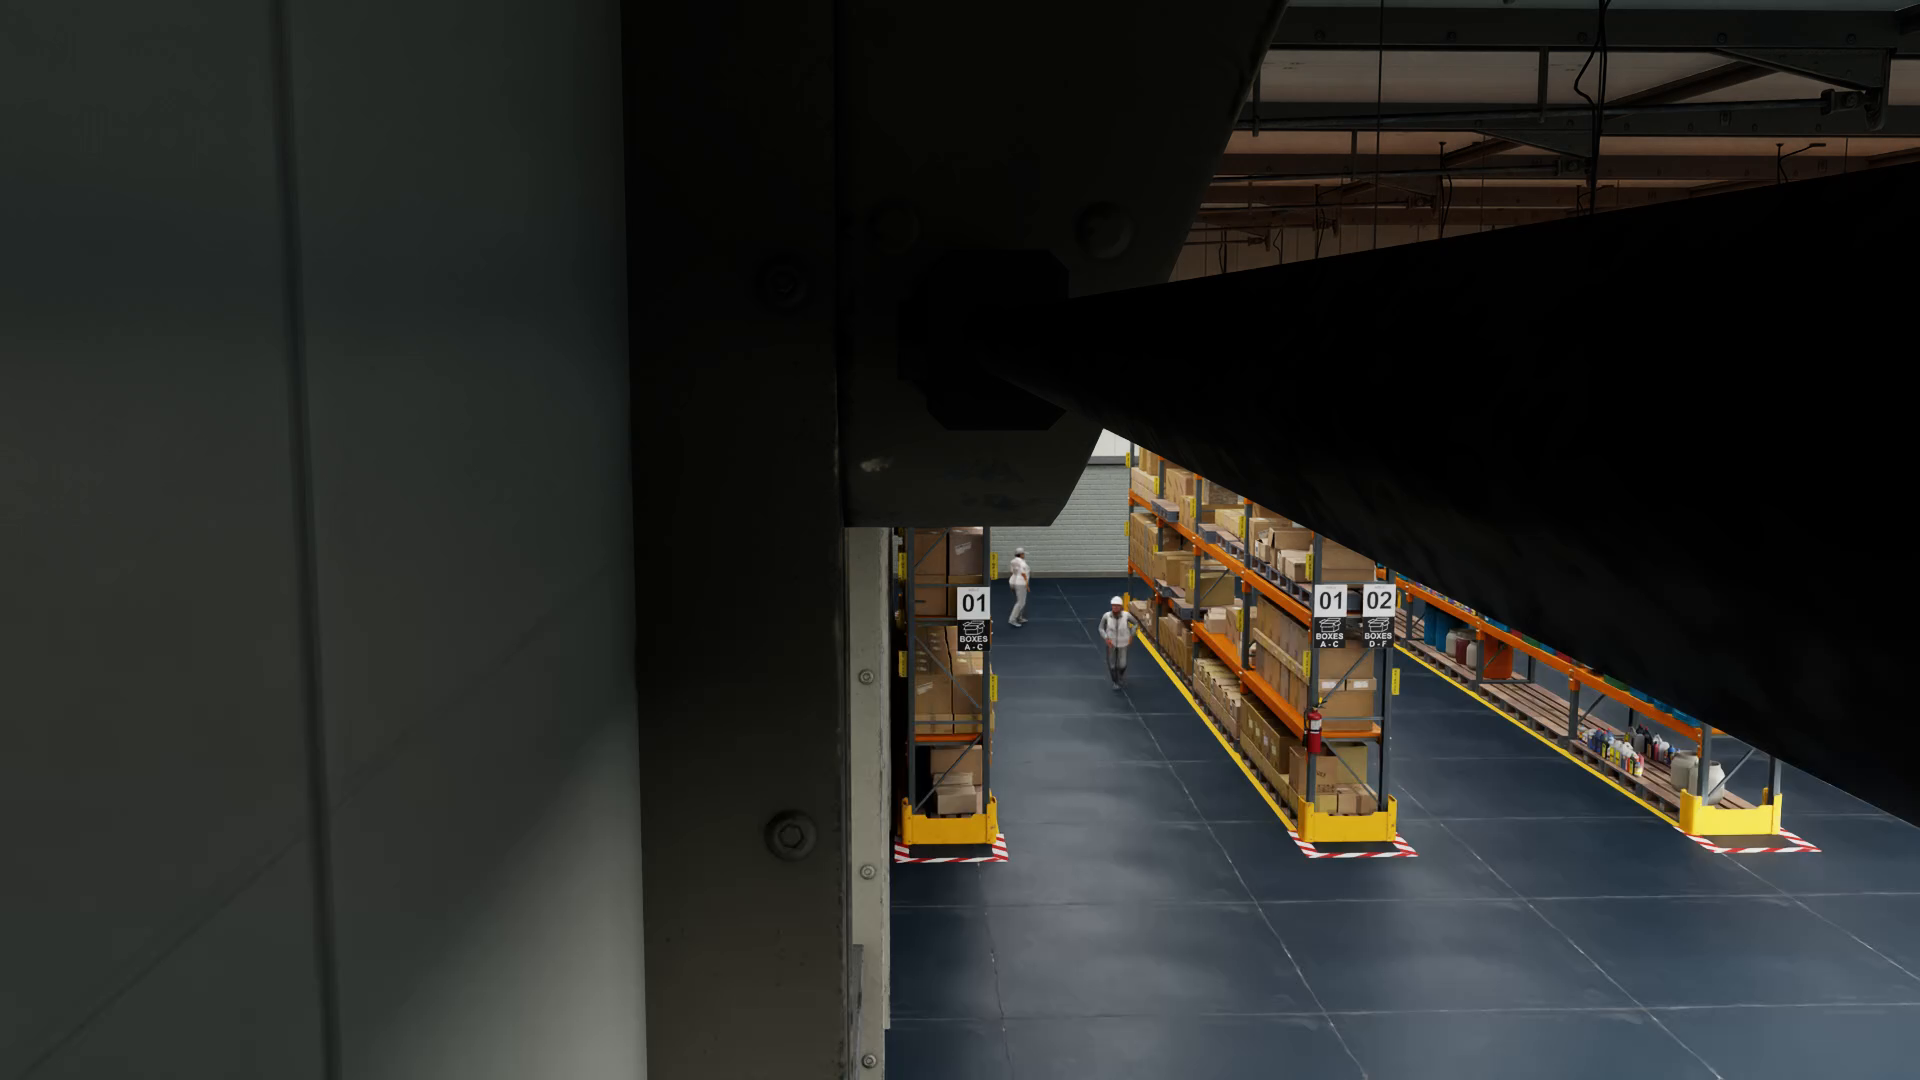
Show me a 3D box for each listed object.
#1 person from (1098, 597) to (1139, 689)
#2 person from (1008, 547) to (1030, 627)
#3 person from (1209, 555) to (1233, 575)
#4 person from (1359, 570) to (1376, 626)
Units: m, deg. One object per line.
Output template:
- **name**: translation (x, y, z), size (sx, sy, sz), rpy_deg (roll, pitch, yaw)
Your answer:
- **person**: translation (2.759, 1.795, 28.942), size (0.697, 1.687, 0.721), rpy_deg (1, 7, 7)
- **person**: translation (1.241, 0.984, 35.295), size (0.667, 1.655, 0.598), rpy_deg (-4, 8, -27)
- **person**: translation (5.950, 0.687, 37.867), size (0.495, 1.575, 1.034), rpy_deg (-1, 7, -5)
- **person**: translation (8.379, 1.071, 34.507), size (0.532, 1.590, 0.961), rpy_deg (3, 8, 19)
